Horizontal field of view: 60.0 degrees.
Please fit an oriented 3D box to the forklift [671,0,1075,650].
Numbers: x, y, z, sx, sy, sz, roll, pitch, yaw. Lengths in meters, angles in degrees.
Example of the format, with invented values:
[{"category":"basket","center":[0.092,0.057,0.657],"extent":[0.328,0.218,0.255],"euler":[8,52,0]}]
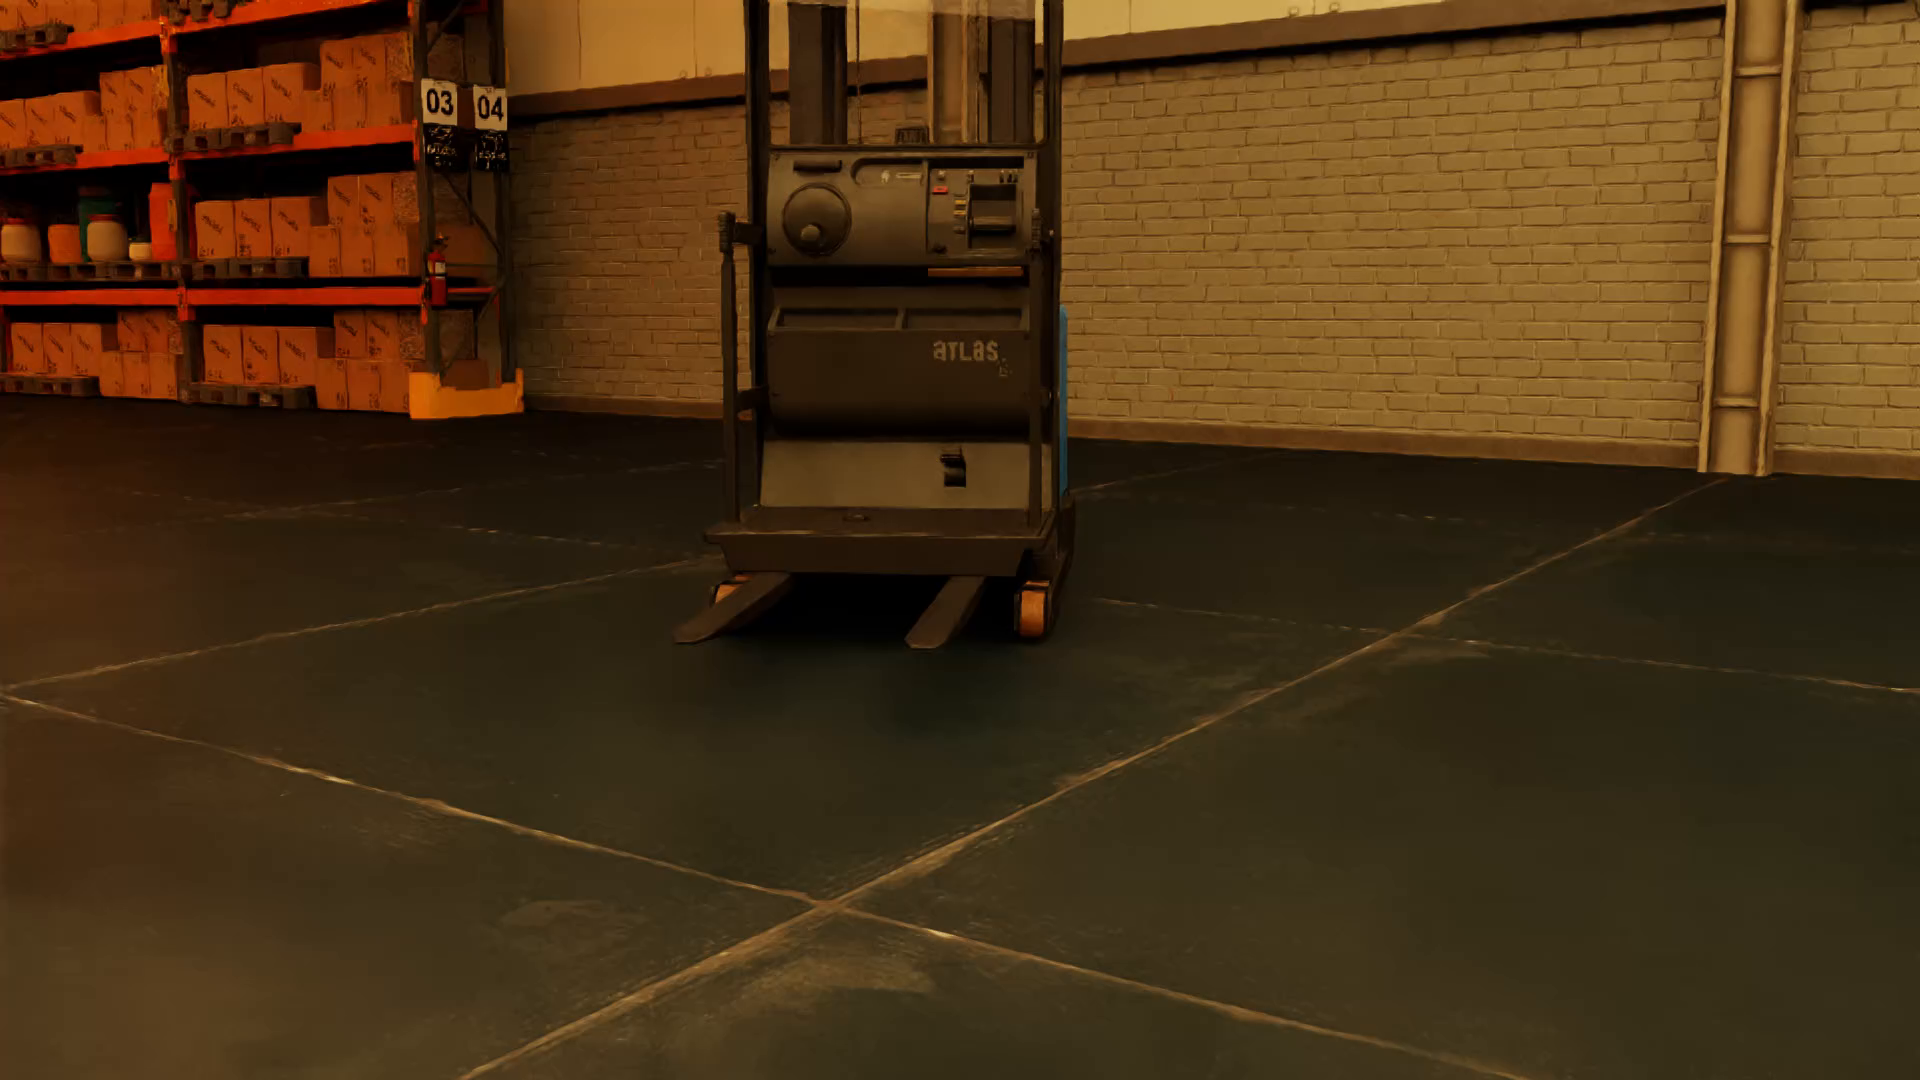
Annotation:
[{"category":"forklift","center":[-0.223,-1.181,5.494],"extent":[1.130,2.935,3.031],"euler":[1,8,7]}]
